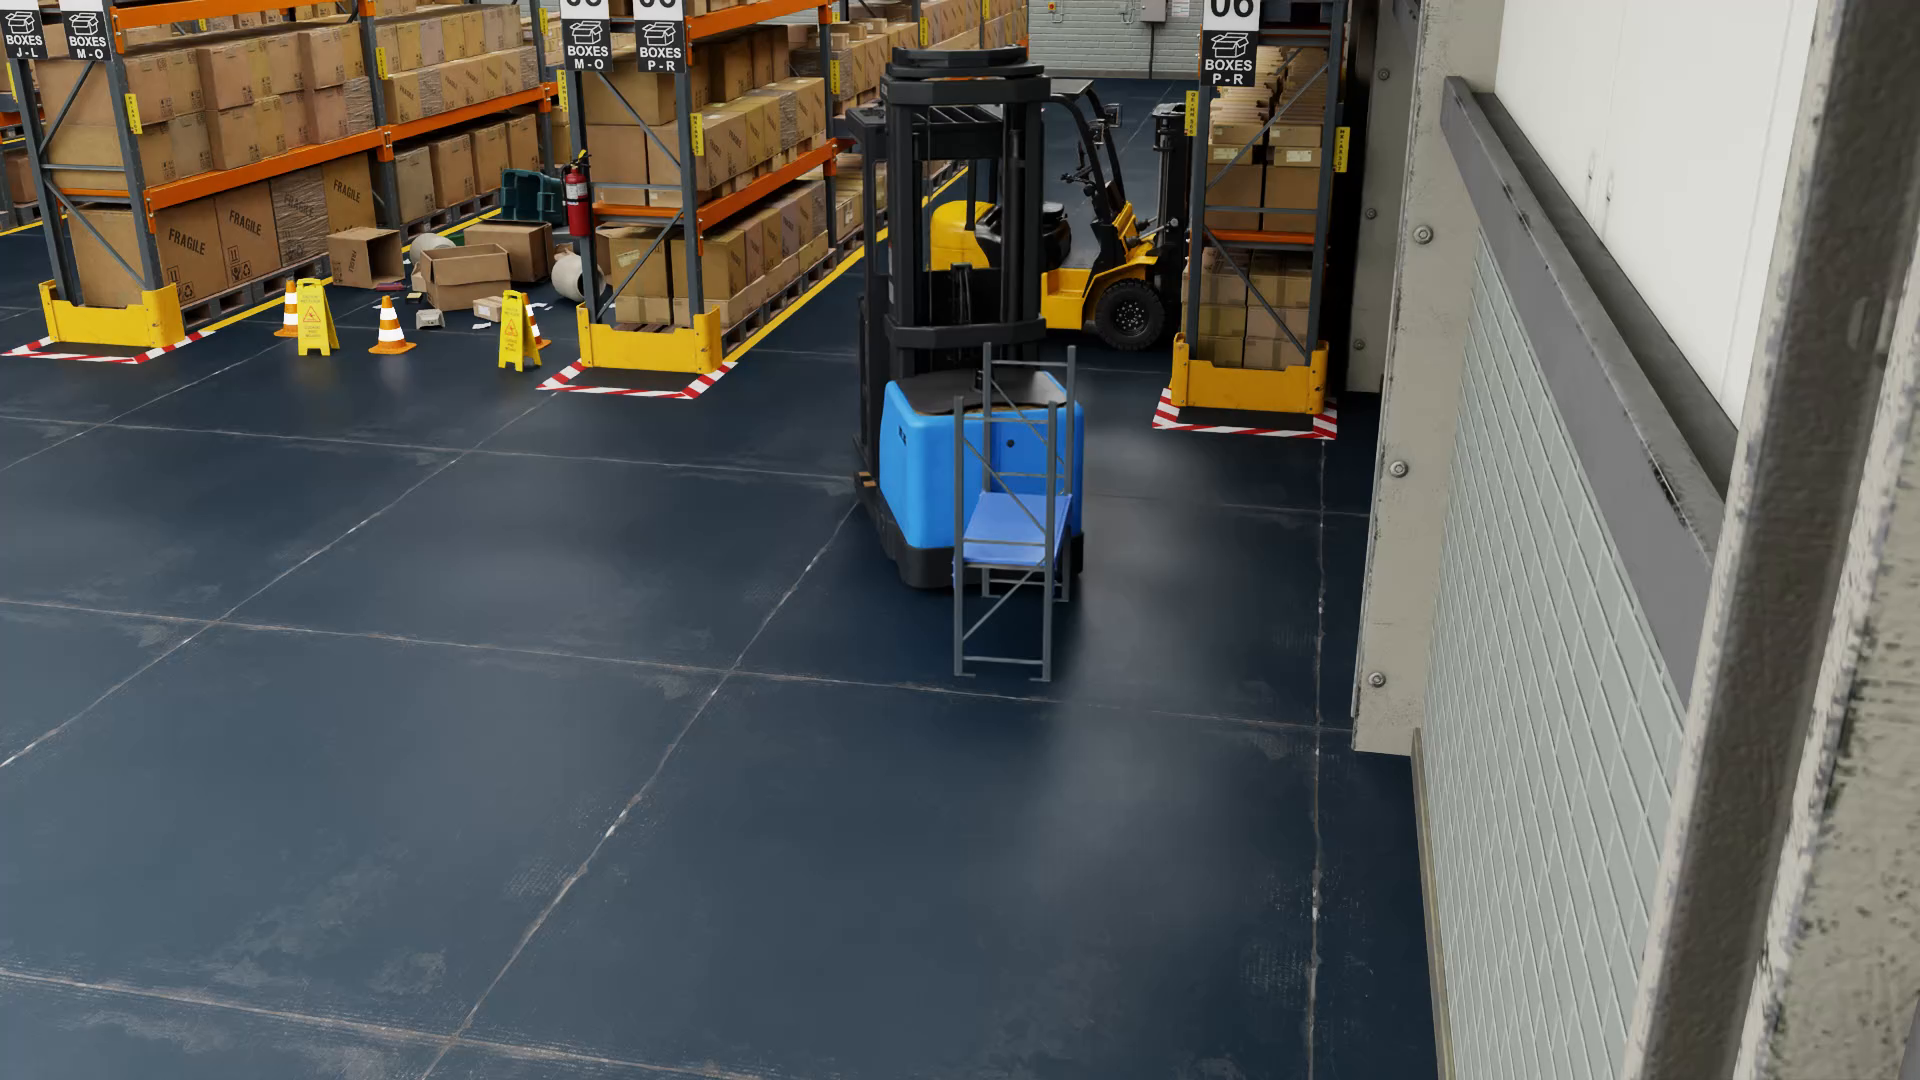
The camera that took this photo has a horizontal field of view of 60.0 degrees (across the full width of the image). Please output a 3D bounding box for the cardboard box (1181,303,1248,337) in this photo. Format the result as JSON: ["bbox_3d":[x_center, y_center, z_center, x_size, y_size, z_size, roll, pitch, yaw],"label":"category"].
[{"bbox_3d":[2.042,-1.818,13.302,0.500,0.250,0.500,4,22,10],"label":"cardboard box"}]

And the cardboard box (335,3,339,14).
[{"bbox_3d":[-10.032,-8.591,26.469,0.500,0.500,0.500,5,22,12],"label":"cardboard box"}]

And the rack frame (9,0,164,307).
[{"bbox_3d":[-7.478,-3.183,14.241,1.000,3.000,0.127,4,22,11],"label":"rack frame"}]

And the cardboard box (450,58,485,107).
[{"bbox_3d":[-5.980,-5.417,19.654,0.500,0.500,0.500,5,22,12],"label":"cardboard box"}]

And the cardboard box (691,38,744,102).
[{"bbox_3d":[-2.369,-4.245,15.007,0.700,0.500,0.500,4,22,11],"label":"cardboard box"}]

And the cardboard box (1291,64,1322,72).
[{"bbox_3d":[3.703,-4.942,17.606,0.380,0.149,0.250,5,22,11],"label":"cardboard box"}]

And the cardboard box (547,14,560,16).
[{"bbox_3d":[-5.771,-7.436,23.779,0.380,0.149,0.250,4,22,10],"label":"cardboard box"}]

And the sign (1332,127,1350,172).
[{"bbox_3d":[2.791,-2.859,12.172,0.100,0.325,0.005,4,22,11],"label":"sign"}]

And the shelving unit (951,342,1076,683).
[{"bbox_3d":[0.298,-0.170,8.768,0.538,1.500,1.048,3,22,8],"label":"shelving unit"}]

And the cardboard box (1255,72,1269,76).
[{"bbox_3d":[2.709,-4.319,15.663,0.380,0.149,0.250,5,22,12],"label":"cardboard box"}]

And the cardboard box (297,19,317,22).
[{"bbox_3d":[-9.900,-7.469,24.749,0.500,0.500,0.500,4,22,10],"label":"cardboard box"}]

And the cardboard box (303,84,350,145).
[{"bbox_3d":[-6.816,-4.376,17.004,0.875,0.550,0.550,4,22,11],"label":"cardboard box"}]

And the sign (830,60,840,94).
[{"bbox_3d":[-1.263,-4.668,16.770,0.100,0.325,0.005,4,22,11],"label":"sign"}]

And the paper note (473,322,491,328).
[{"bbox_3d":[-4.367,-1.962,15.185,0.148,0.019,0.142,-3,22,-8],"label":"paper note"}]

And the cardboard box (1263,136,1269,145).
[{"bbox_3d":[2.311,-3.088,13.872,0.500,0.500,0.500,4,22,10],"label":"cardboard box"}]

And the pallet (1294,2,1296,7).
[{"bbox_3d":[2.665,-4.520,13.664,1.003,0.211,1.213,4,22,11],"label":"pallet"}]

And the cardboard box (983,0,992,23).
[{"bbox_3d":[0.171,-7.897,24.473,0.500,0.500,0.500,5,22,11],"label":"cardboard box"}]

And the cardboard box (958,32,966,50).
[{"bbox_3d":[-0.209,-6.840,22.854,0.500,0.250,0.500,5,22,12],"label":"cardboard box"}]

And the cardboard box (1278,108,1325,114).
[{"bbox_3d":[2.718,-3.337,13.224,0.380,0.149,0.250,5,22,11],"label":"cardboard box"}]

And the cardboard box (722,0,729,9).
[{"bbox_3d":[-2.146,-4.503,13.841,0.380,0.149,0.250,4,22,11],"label":"cardboard box"}]

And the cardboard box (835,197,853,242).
[{"bbox_3d":[-1.691,-3.473,17.917,0.950,0.372,0.625,5,22,12],"label":"cardboard box"}]

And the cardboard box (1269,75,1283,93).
[{"bbox_3d":[3.053,-4.598,16.754,0.380,0.149,0.250,4,22,11],"label":"cardboard box"}]

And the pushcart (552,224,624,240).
[{"bbox_3d":[-4.038,-3.244,17.904,1.648,0.377,0.936,-3,22,-8],"label":"pushcart"}]

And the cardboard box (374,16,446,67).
[{"bbox_3d":[-6.360,-5.711,19.046,0.700,0.500,0.500,5,22,11],"label":"cardboard box"}]

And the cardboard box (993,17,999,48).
[{"bbox_3d":[0.296,-7.613,25.106,0.500,0.500,0.500,5,22,11],"label":"cardboard box"}]

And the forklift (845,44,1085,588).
[{"bbox_3d":[-0.092,-1.604,10.413,1.130,2.935,3.031,-5,22,-11],"label":"forklift"}]

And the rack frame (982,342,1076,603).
[{"bbox_3d":[0.375,-0.358,9.234,0.500,1.500,0.032,3,22,8],"label":"rack frame"}]

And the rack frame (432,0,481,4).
[{"bbox_3d":[-9.048,-9.449,29.800,1.000,3.000,0.127,4,22,11],"label":"rack frame"}]

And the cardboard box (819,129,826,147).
[{"bbox_3d":[-1.563,-4.048,16.725,0.380,0.149,0.250,4,22,10],"label":"cardboard box"}]

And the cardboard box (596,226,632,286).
[{"bbox_3d":[-3.346,-2.859,16.779,0.500,0.500,0.500,-16,27,-35],"label":"cardboard box"}]

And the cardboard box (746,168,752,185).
[{"bbox_3d":[-2.052,-3.205,14.632,0.380,0.149,0.250,5,22,12],"label":"cardboard box"}]

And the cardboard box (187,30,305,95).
[{"bbox_3d":[-7.014,-4.687,16.329,0.875,0.550,0.550,4,22,11],"label":"cardboard box"}]

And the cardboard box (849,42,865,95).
[{"bbox_3d":[-1.317,-5.017,17.701,0.500,0.500,0.500,5,22,11],"label":"cardboard box"}]

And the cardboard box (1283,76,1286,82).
[{"bbox_3d":[3.244,-4.848,17.907,0.500,0.250,0.500,5,22,12],"label":"cardboard box"}]

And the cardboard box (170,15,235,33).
[{"bbox_3d":[-10.516,-7.301,22.991,0.797,0.503,0.637,5,23,13],"label":"cardboard box"}]

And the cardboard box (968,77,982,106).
[{"bbox_3d":[-0.211,-6.207,24.033,0.875,0.875,0.875,5,23,13],"label":"cardboard box"}]

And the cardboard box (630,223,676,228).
[{"bbox_3d":[-2.694,-2.862,14.692,0.380,0.149,0.250,5,22,12],"label":"cardboard box"}]

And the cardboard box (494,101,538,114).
[{"bbox_3d":[-5.963,-5.762,22.424,0.500,0.250,0.500,4,22,10],"label":"cardboard box"}]

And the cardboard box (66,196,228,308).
[{"bbox_3d":[-7.404,-2.645,15.187,0.875,0.875,0.875,5,22,11],"label":"cardboard box"}]

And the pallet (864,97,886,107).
[{"bbox_3d":[-1.343,-4.952,18.891,1.003,0.211,1.213,4,22,11],"label":"pallet"}]

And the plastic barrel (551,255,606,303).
[{"bbox_3d":[-3.672,-2.518,16.039,0.421,0.421,0.512,-16,27,-35],"label":"plastic barrel"}]

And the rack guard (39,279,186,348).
[{"bbox_3d":[-7.483,-2.014,14.686,1.175,0.500,0.348,4,22,11],"label":"rack guard"}]

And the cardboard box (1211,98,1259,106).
[{"bbox_3d":[2.278,-3.572,13.807,0.380,0.149,0.250,5,22,12],"label":"cardboard box"}]

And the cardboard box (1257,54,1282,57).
[{"bbox_3d":[3.406,-5.354,18.630,0.380,0.149,0.250,5,22,12],"label":"cardboard box"}]

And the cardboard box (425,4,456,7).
[{"bbox_3d":[-8.991,-9.135,28.822,0.500,0.250,0.500,4,22,10],"label":"cardboard box"}]

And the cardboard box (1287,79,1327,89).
[{"bbox_3d":[3.163,-4.087,15.086,0.380,0.149,0.250,4,22,10],"label":"cardboard box"}]

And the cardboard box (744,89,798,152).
[{"bbox_3d":[-1.842,-3.929,15.562,0.500,0.500,0.500,5,22,12],"label":"cardboard box"}]

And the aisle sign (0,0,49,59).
[{"bbox_3d":[-7.786,-4.385,13.747,0.394,0.787,0.004,4,22,11],"label":"aisle sign"}]

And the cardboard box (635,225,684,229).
[{"bbox_3d":[-2.600,-2.613,14.942,0.500,0.500,0.500,5,23,13],"label":"cardboard box"}]

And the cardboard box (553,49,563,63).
[{"bbox_3d":[-5.502,-6.433,22.085,0.380,0.149,0.250,6,23,14],"label":"cardboard box"}]

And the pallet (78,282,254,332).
[{"bbox_3d":[-7.391,-2.187,15.502,1.003,0.211,1.213,4,22,11],"label":"pallet"}]

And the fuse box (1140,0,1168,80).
[{"bbox_3d":[3.808,-9.947,32.760,0.539,1.711,0.414,4,22,11],"label":"fuse box"}]

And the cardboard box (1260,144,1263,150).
[{"bbox_3d":[2.242,-3.236,13.372,0.380,0.149,0.250,4,22,11],"label":"cardboard box"}]

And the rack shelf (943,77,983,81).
[{"bbox_3d":[-0.571,-6.166,22.611,1.077,0.370,4.000,4,22,11],"label":"rack shelf"}]

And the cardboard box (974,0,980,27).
[{"bbox_3d":[-0.008,-7.558,23.634,0.500,0.500,0.500,5,23,13],"label":"cardboard box"}]
